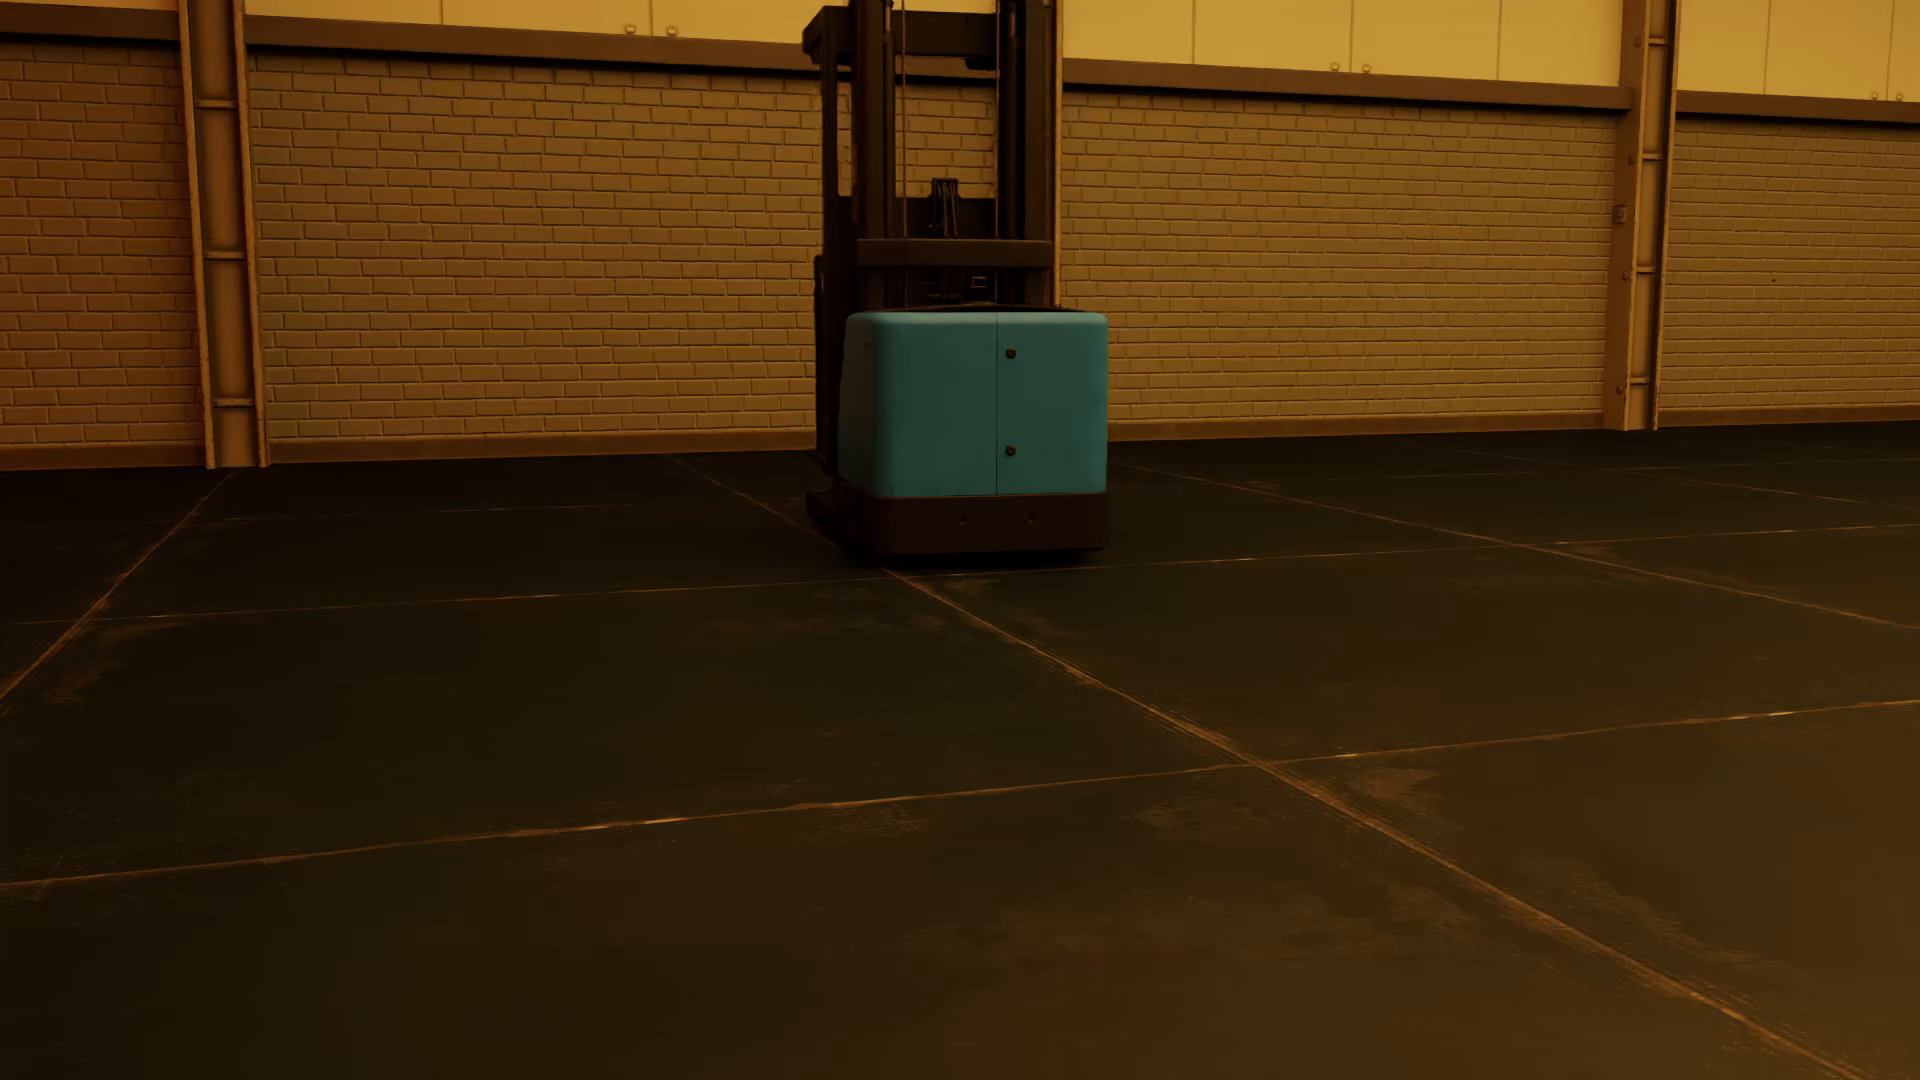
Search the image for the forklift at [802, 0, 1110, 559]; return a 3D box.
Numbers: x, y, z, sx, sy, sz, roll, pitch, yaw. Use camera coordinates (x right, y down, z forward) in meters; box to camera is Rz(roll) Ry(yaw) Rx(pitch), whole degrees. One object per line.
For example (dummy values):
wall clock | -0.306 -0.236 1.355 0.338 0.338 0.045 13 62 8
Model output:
forklift | -0.181 -1.530 8.301 1.130 2.935 3.031 -2 8 -13
